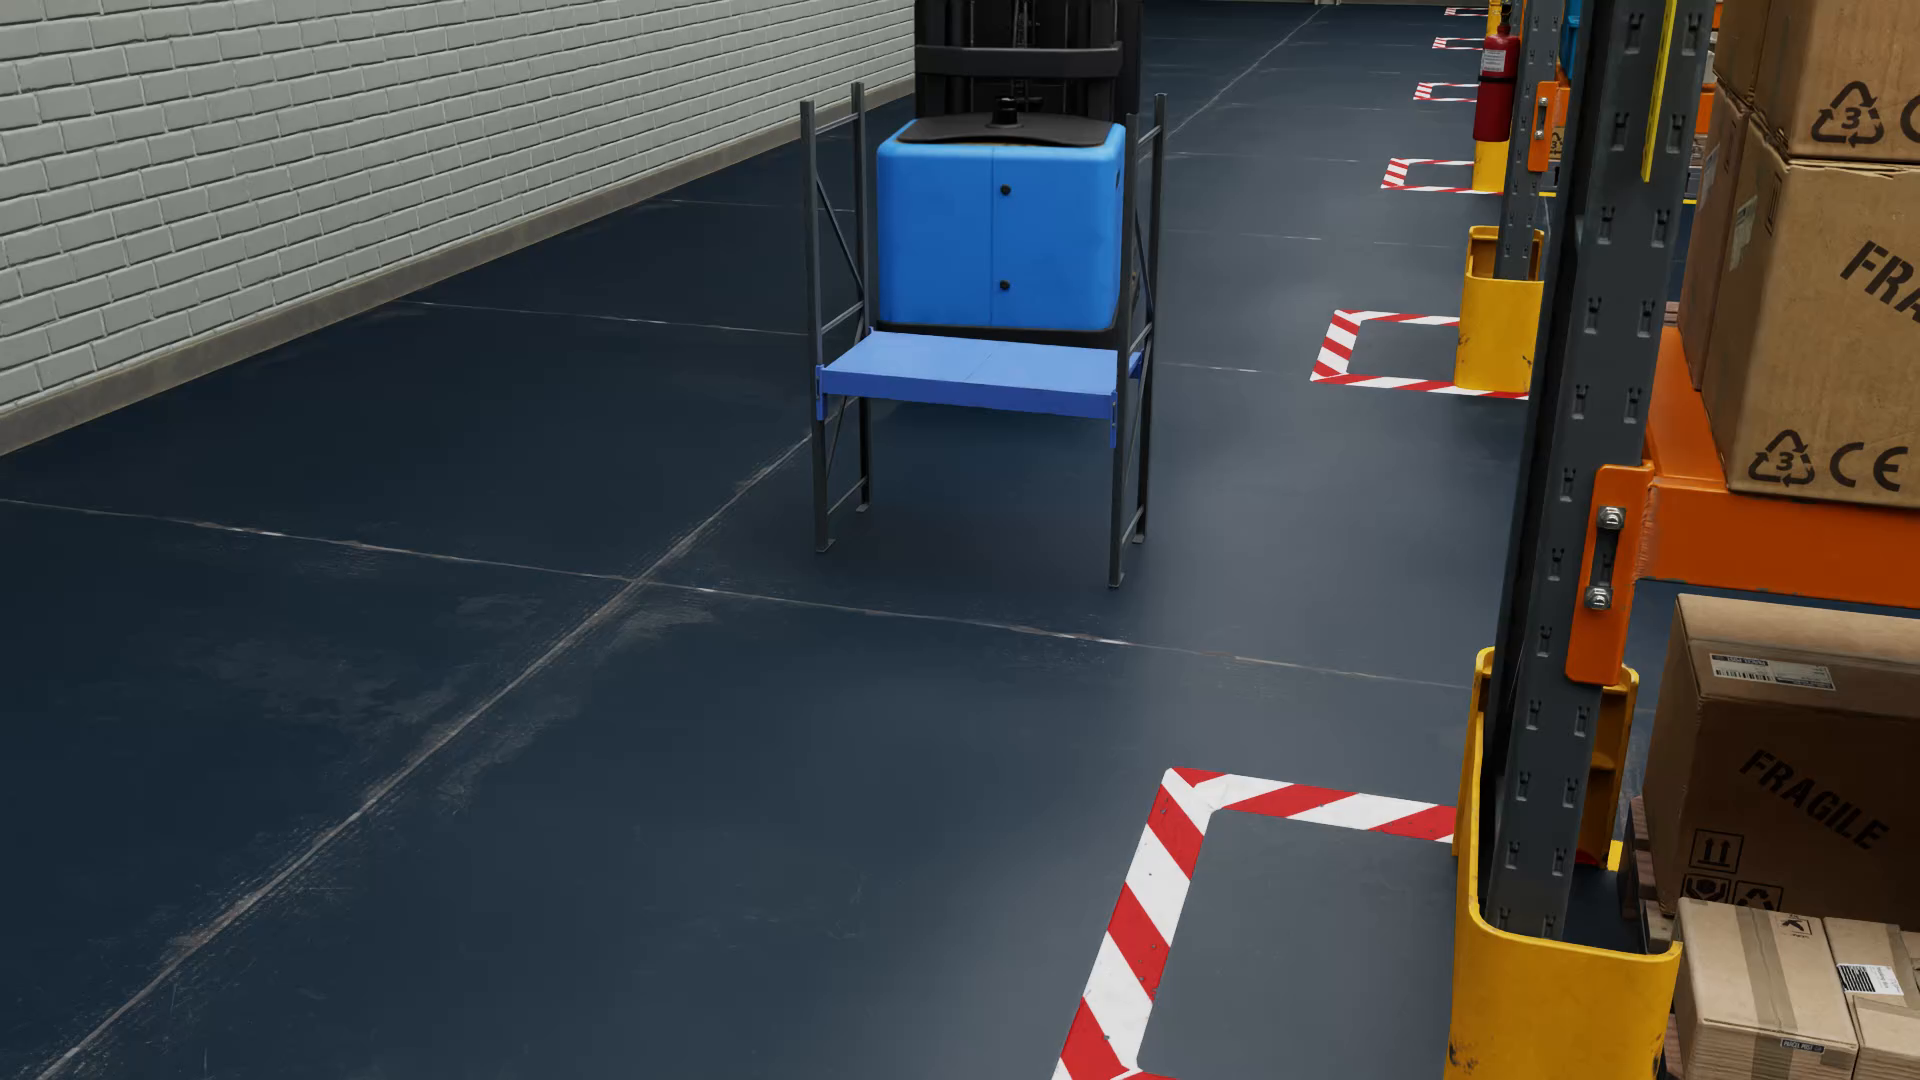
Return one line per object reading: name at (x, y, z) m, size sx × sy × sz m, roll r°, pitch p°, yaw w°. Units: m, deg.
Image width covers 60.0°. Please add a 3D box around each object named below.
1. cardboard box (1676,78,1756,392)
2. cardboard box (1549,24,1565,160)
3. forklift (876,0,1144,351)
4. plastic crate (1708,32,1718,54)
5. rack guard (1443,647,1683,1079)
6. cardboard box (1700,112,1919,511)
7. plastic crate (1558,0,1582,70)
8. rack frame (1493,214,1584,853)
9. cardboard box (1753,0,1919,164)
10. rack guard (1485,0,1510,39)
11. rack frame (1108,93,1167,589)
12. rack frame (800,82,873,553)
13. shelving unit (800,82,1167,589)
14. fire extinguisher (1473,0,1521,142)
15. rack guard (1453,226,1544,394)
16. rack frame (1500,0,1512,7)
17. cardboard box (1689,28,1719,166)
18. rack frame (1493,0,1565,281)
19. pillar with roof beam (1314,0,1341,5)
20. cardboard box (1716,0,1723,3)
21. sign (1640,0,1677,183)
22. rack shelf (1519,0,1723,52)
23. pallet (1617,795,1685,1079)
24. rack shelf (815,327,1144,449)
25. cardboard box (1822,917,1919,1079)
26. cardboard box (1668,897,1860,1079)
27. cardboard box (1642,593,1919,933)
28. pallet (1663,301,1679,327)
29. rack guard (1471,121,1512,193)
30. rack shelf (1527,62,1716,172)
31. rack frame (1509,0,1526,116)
cardboard box at (1.635, -0.558, 3.046) m, size 0.500 × 0.500 × 0.500 m, roll 7°, pitch 23°, yaw 17°
cardboard box at (4.628, -3.231, 11.940) m, size 0.875 × 0.875 × 0.875 m, roll 7°, pitch 23°, yaw 16°
forklift at (0.362, -2.555, 8.137) m, size 1.130 × 2.935 × 3.031 m, roll 3°, pitch 23°, yaw 8°
plastic crate at (3.395, -2.143, 7.311) m, size 0.243 × 0.136 × 0.396 m, roll 7°, pitch 23°, yaw 16°
rack guard at (1.200, 0.703, 3.397) m, size 0.348 × 0.500 × 1.175 m, roll 7°, pitch 23°, yaw 16°
cardboard box at (2.766, -0.321, 2.469) m, size 3.026 × 0.500 × 1.079 m, roll 7°, pitch 23°, yaw 16°
plastic crate at (2.936, -2.336, 7.388) m, size 0.499 × 0.435 × 0.616 m, roll 7°, pitch 23°, yaw 16°
rack frame at (1.126, -0.461, 2.940) m, size 0.053 × 2.616 × 0.949 m, roll 7°, pitch 23°, yaw 16°
cardboard box at (1.476, -0.826, 2.382) m, size 0.500 × 0.500 × 0.500 m, roll 7°, pitch 23°, yaw 17°
rack guard at (6.832, -6.507, 20.975) m, size 0.348 × 0.500 × 1.175 m, roll 7°, pitch 23°, yaw 16°
rack frame at (0.568, -0.629, 5.327) m, size 0.032 × 1.500 × 0.500 m, roll 7°, pitch 23°, yaw 16°
rack frame at (-0.405, -0.740, 5.598) m, size 0.032 × 1.500 × 0.500 m, roll 7°, pitch 23°, yaw 16°
shelving unit at (0.082, -0.685, 5.463) m, size 1.048 × 1.500 × 0.538 m, roll 7°, pitch 23°, yaw 16°
fire extinguisher at (2.549, -2.234, 7.858) m, size 0.183 × 0.674 × 0.296 m, roll 7°, pitch 23°, yaw 16°
rack guard at (2.535, -1.103, 7.799) m, size 0.348 × 0.500 × 1.175 m, roll 7°, pitch 23°, yaw 16°
rack frame at (6.855, -7.661, 20.495) m, size 0.127 × 3.000 × 1.000 m, roll 7°, pitch 23°, yaw 16°
cardboard box at (5.500, -3.131, 11.697) m, size 0.875 × 0.875 × 0.875 m, roll 7°, pitch 23°, yaw 16°
rack frame at (2.562, -2.261, 7.330) m, size 0.127 × 3.000 × 1.000 m, roll 7°, pitch 23°, yaw 16°
pillar with roof beam at (4.721, -11.300, 21.459) m, size 0.400 × 9.000 × 9.100 m, roll 7°, pitch 23°, yaw 16°
cardboard box at (4.978, -3.702, 11.173) m, size 0.250 × 0.149 × 0.380 m, roll 6°, pitch 23°, yaw 15°
sign at (0.971, -0.665, 2.298) m, size 0.005 × 0.325 × 0.100 m, roll 7°, pitch 23°, yaw 16°
rack shelf at (5.907, -3.509, 11.319) m, size 4.000 × 0.370 × 1.077 m, roll 7°, pitch 23°, yaw 16°
pallet at (1.964, 0.924, 3.240) m, size 1.213 × 0.211 × 1.003 m, roll 7°, pitch 23°, yaw 16°
rack shelf at (0.082, -0.518, 5.531) m, size 1.000 × 0.185 × 0.538 m, roll 7°, pitch 23°, yaw 16°
cardboard box at (1.668, 0.844, 2.914) m, size 0.250 × 0.166 × 0.380 m, roll 7°, pitch 23°, yaw 16°
cardboard box at (1.429, 0.824, 2.985) m, size 0.250 × 0.149 × 0.380 m, roll 7°, pitch 23°, yaw 16°
cardboard box at (1.719, 0.461, 3.407) m, size 0.500 × 0.500 × 0.500 m, roll 7°, pitch 23°, yaw 16°
pallet at (3.340, -0.866, 7.604) m, size 1.213 × 0.211 × 1.003 m, roll 7°, pitch 23°, yaw 16°
rack guard at (3.969, -2.907, 12.198) m, size 0.348 × 0.500 × 1.175 m, roll 7°, pitch 23°, yaw 16°
rack shelf at (4.477, -1.709, 6.932) m, size 4.000 × 0.370 × 1.077 m, roll 7°, pitch 23°, yaw 16°
rack frame at (3.992, -4.061, 11.717) m, size 0.127 × 3.000 × 1.000 m, roll 7°, pitch 23°, yaw 16°
